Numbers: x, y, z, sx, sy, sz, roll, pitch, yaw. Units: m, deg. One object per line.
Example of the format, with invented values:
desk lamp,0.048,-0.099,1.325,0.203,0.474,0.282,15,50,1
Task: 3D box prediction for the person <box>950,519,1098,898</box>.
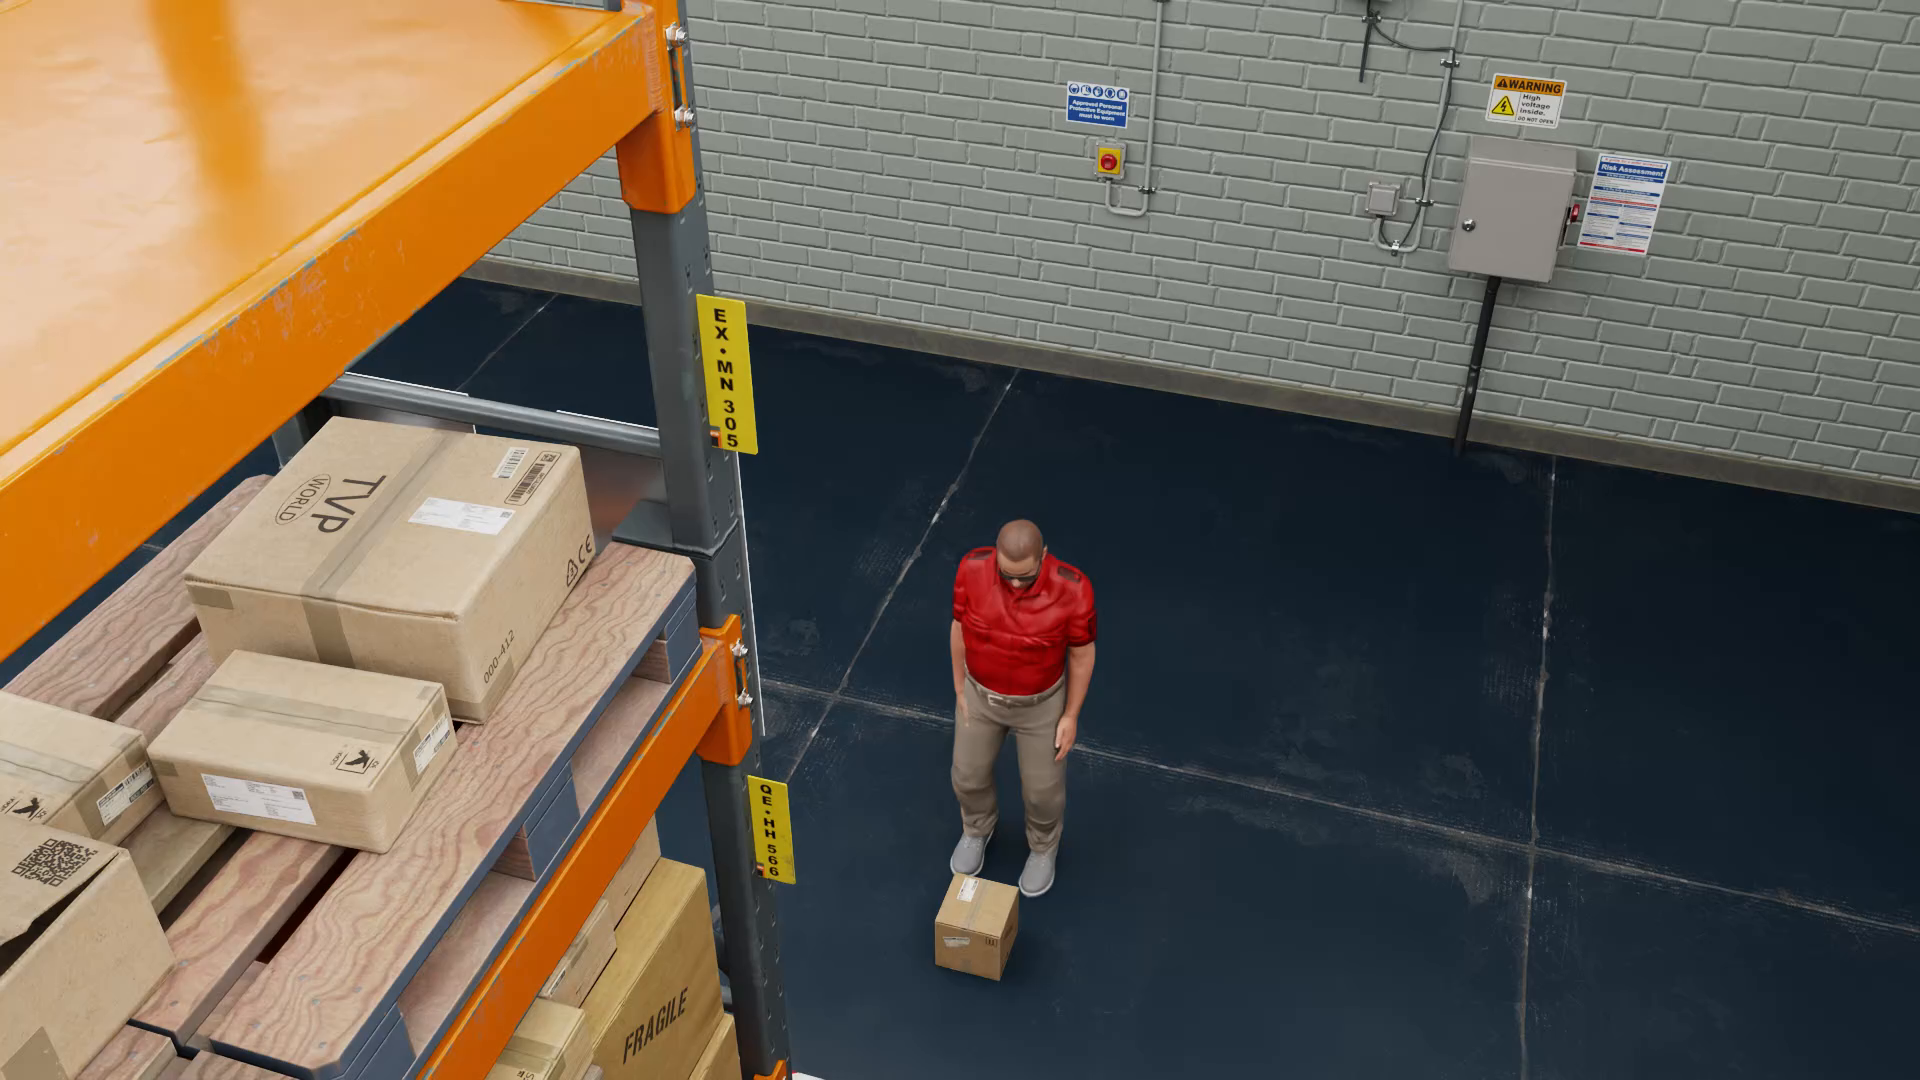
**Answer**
person,0.220,0.594,6.142,0.544,1.704,0.375,11,38,15
